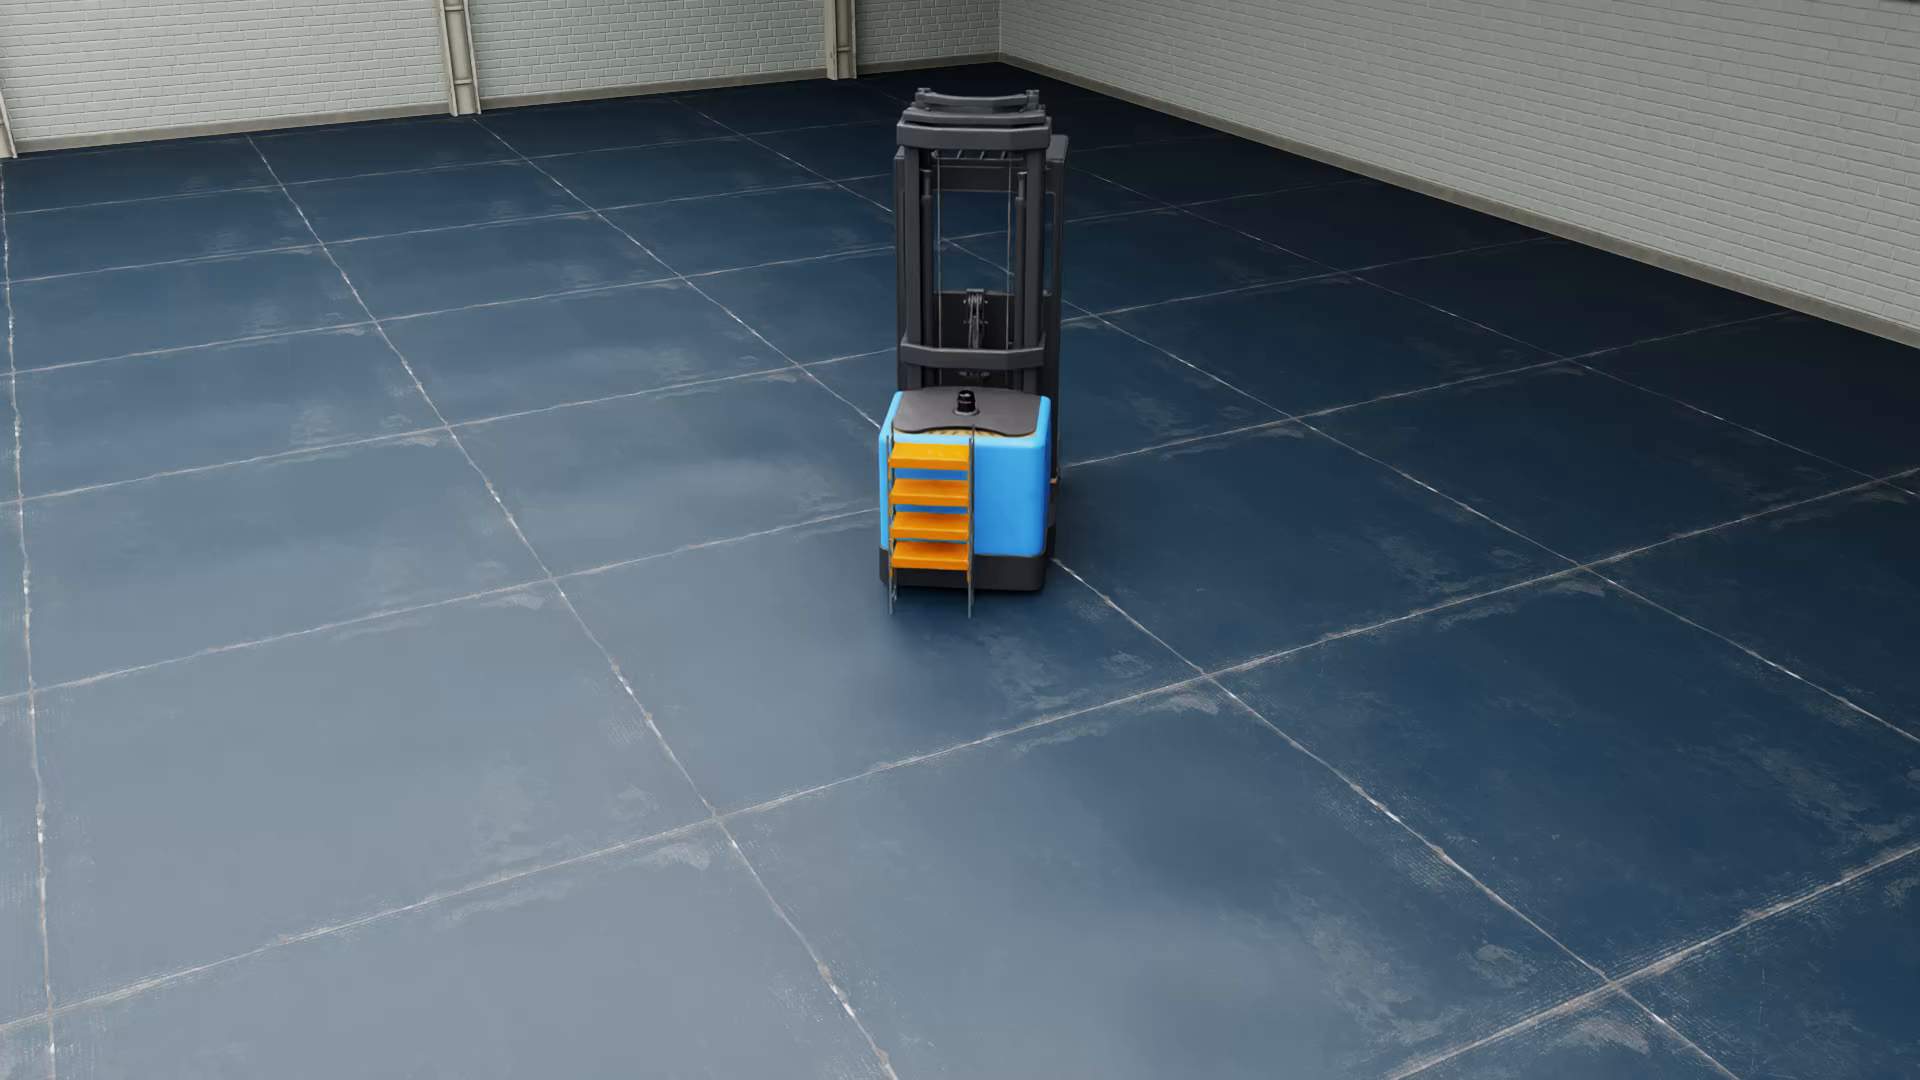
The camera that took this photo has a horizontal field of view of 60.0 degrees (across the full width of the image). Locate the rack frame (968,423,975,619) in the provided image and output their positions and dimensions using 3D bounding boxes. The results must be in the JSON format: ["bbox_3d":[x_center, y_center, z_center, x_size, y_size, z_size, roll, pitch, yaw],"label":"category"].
[{"bbox_3d":[0.070,-0.107,10.086,0.015,1.200,0.240,2,26,5],"label":"rack frame"}]

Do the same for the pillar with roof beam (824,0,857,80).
[{"bbox_3d":[0.126,-9.846,21.359,0.400,9.000,9.100,-13,29,-25],"label":"pillar with roof beam"}]

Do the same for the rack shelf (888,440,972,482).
[{"bbox_3d":[-0.173,-0.471,9.936,0.480,0.148,0.258,2,26,5],"label":"rack shelf"}]

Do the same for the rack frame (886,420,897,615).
[{"bbox_3d":[-0.416,-0.127,10.128,0.015,1.200,0.240,2,26,5],"label":"rack frame"}]

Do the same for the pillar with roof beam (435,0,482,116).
[{"bbox_3d":[-5.168,-8.624,18.814,0.400,9.000,9.100,-13,29,-25],"label":"pillar with roof beam"}]

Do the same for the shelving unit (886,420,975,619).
[{"bbox_3d":[-0.173,-0.117,10.107,0.503,1.200,0.258,2,26,5],"label":"shelving unit"}]

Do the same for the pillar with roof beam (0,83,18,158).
[{"bbox_3d":[-10.463,-7.402,16.269,0.400,9.000,9.100,-13,29,-25],"label":"pillar with roof beam"}]

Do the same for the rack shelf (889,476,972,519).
[{"bbox_3d":[-0.173,-0.258,10.039,0.480,0.148,0.258,2,26,5],"label":"rack shelf"}]

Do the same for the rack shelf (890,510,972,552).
[{"bbox_3d":[-0.173,-0.056,10.136,0.480,0.148,0.258,2,26,5],"label":"rack shelf"}]

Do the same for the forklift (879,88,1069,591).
[{"bbox_3d":[0.146,-1.607,11.211,1.130,2.935,3.031,2,26,5],"label":"forklift"}]

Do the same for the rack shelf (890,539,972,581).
[{"bbox_3d":[-0.173,0.123,10.222,0.480,0.148,0.258,2,26,5],"label":"rack shelf"}]
